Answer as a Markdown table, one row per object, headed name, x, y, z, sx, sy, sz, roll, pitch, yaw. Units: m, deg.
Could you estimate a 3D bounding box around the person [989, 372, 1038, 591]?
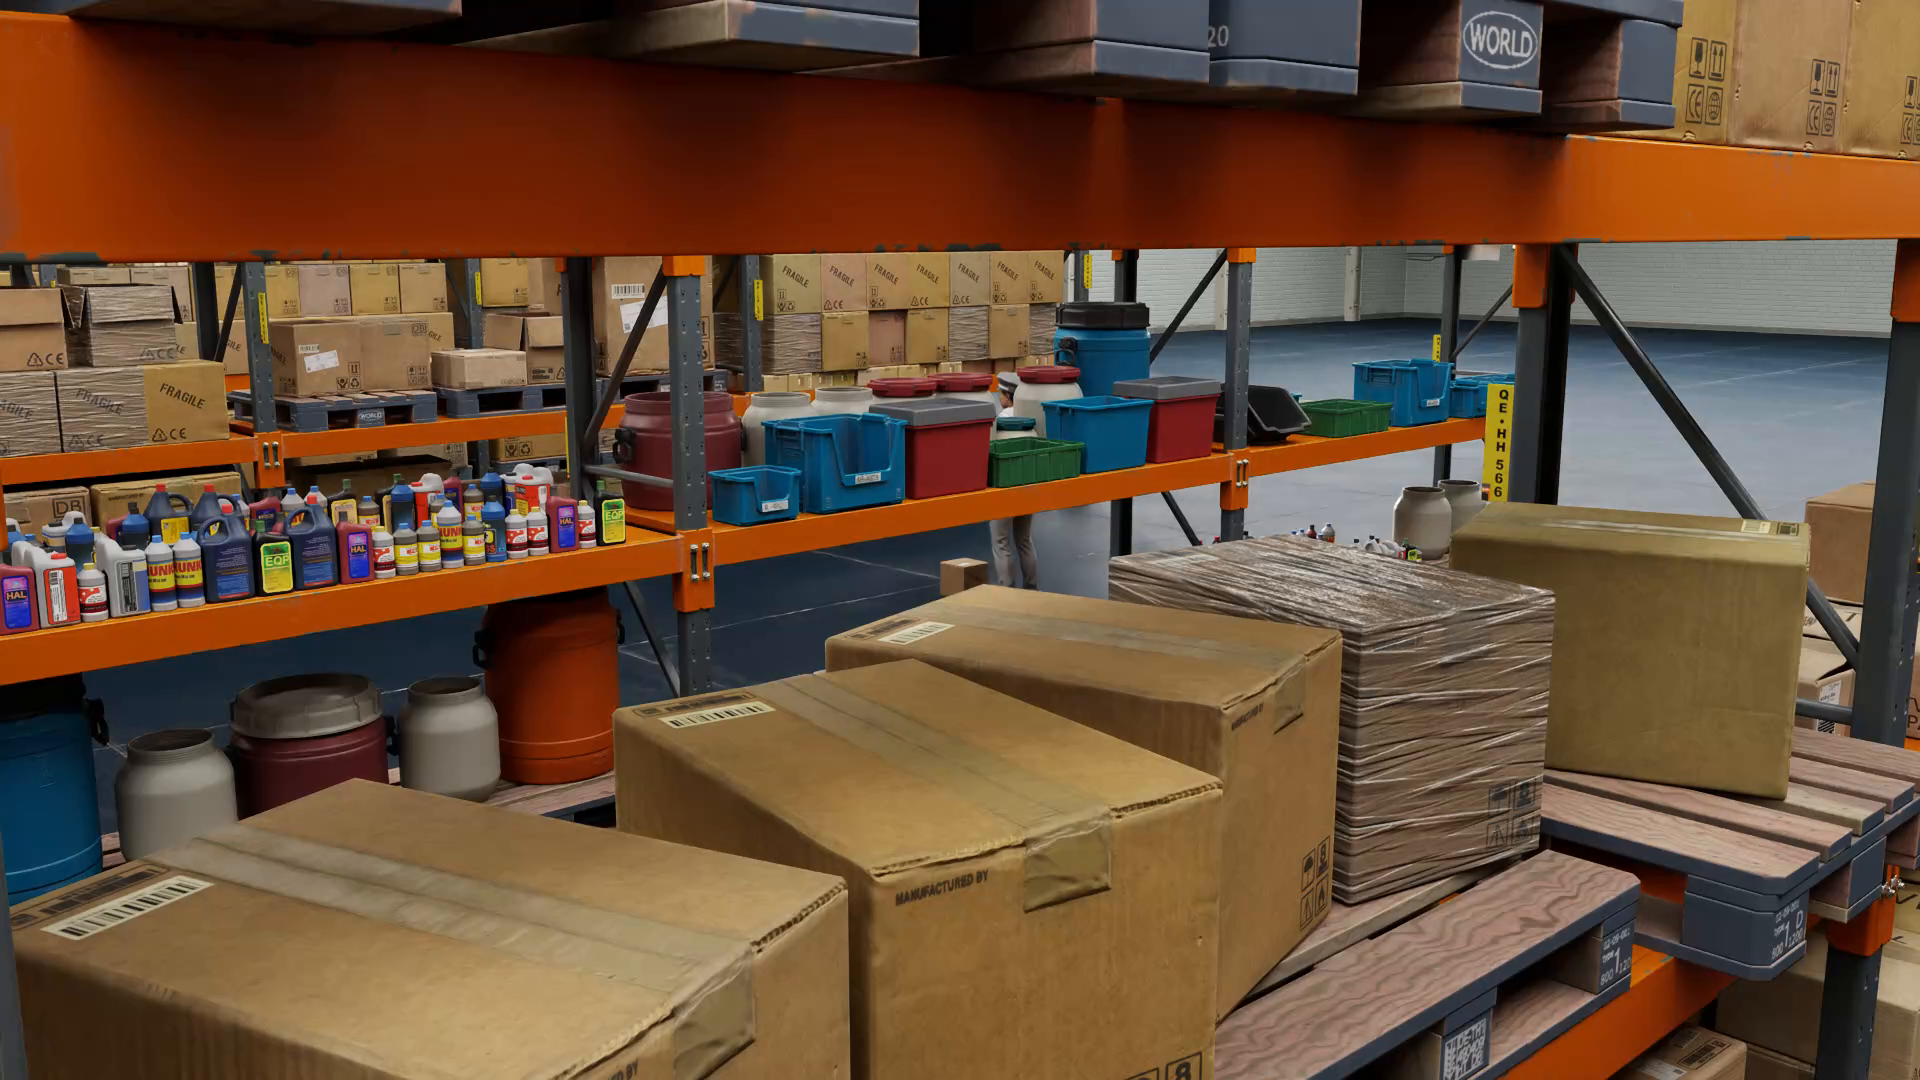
| name | x | y | z | sx | sy | sz | roll | pitch | yaw |
| --- | --- | --- | --- | --- | --- | --- | --- | --- | --- |
| person | 0.358 | -0.348 | 11.744 | 0.448 | 1.676 | 0.337 | -10 | 14 | -41 |
